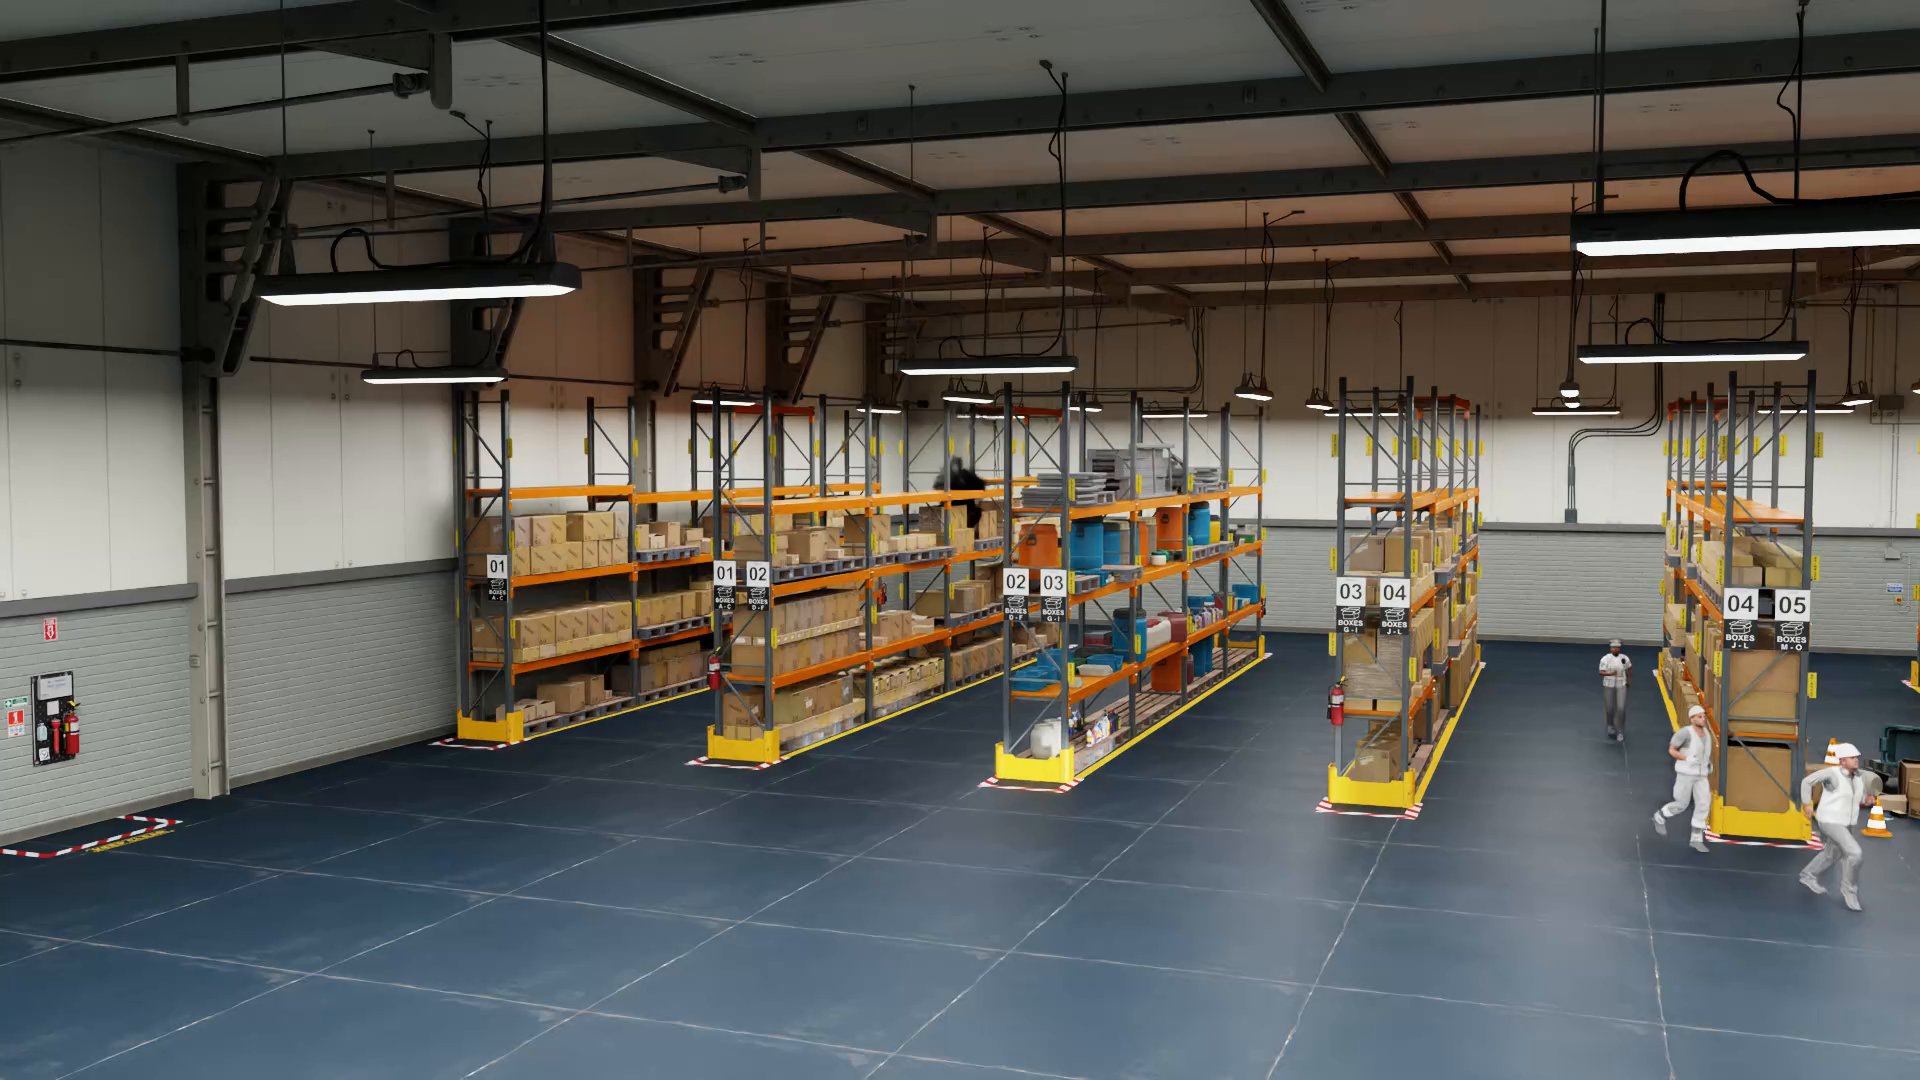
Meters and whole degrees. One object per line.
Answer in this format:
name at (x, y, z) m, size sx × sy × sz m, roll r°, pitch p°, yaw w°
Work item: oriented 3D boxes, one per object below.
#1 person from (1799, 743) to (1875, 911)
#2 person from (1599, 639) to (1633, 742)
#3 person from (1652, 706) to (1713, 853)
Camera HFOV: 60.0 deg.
person at (9.628, 3.117, 18.282) m, size 0.679 × 1.809 × 0.846 m, roll -1°, pitch 3°, yaw -24°
person at (11.314, 2.575, 28.687) m, size 0.543 × 1.756 × 0.774 m, roll 1°, pitch 3°, yaw 22°
person at (9.186, 2.964, 20.914) m, size 0.666 × 1.786 × 0.889 m, roll -1°, pitch 3°, yaw -16°
